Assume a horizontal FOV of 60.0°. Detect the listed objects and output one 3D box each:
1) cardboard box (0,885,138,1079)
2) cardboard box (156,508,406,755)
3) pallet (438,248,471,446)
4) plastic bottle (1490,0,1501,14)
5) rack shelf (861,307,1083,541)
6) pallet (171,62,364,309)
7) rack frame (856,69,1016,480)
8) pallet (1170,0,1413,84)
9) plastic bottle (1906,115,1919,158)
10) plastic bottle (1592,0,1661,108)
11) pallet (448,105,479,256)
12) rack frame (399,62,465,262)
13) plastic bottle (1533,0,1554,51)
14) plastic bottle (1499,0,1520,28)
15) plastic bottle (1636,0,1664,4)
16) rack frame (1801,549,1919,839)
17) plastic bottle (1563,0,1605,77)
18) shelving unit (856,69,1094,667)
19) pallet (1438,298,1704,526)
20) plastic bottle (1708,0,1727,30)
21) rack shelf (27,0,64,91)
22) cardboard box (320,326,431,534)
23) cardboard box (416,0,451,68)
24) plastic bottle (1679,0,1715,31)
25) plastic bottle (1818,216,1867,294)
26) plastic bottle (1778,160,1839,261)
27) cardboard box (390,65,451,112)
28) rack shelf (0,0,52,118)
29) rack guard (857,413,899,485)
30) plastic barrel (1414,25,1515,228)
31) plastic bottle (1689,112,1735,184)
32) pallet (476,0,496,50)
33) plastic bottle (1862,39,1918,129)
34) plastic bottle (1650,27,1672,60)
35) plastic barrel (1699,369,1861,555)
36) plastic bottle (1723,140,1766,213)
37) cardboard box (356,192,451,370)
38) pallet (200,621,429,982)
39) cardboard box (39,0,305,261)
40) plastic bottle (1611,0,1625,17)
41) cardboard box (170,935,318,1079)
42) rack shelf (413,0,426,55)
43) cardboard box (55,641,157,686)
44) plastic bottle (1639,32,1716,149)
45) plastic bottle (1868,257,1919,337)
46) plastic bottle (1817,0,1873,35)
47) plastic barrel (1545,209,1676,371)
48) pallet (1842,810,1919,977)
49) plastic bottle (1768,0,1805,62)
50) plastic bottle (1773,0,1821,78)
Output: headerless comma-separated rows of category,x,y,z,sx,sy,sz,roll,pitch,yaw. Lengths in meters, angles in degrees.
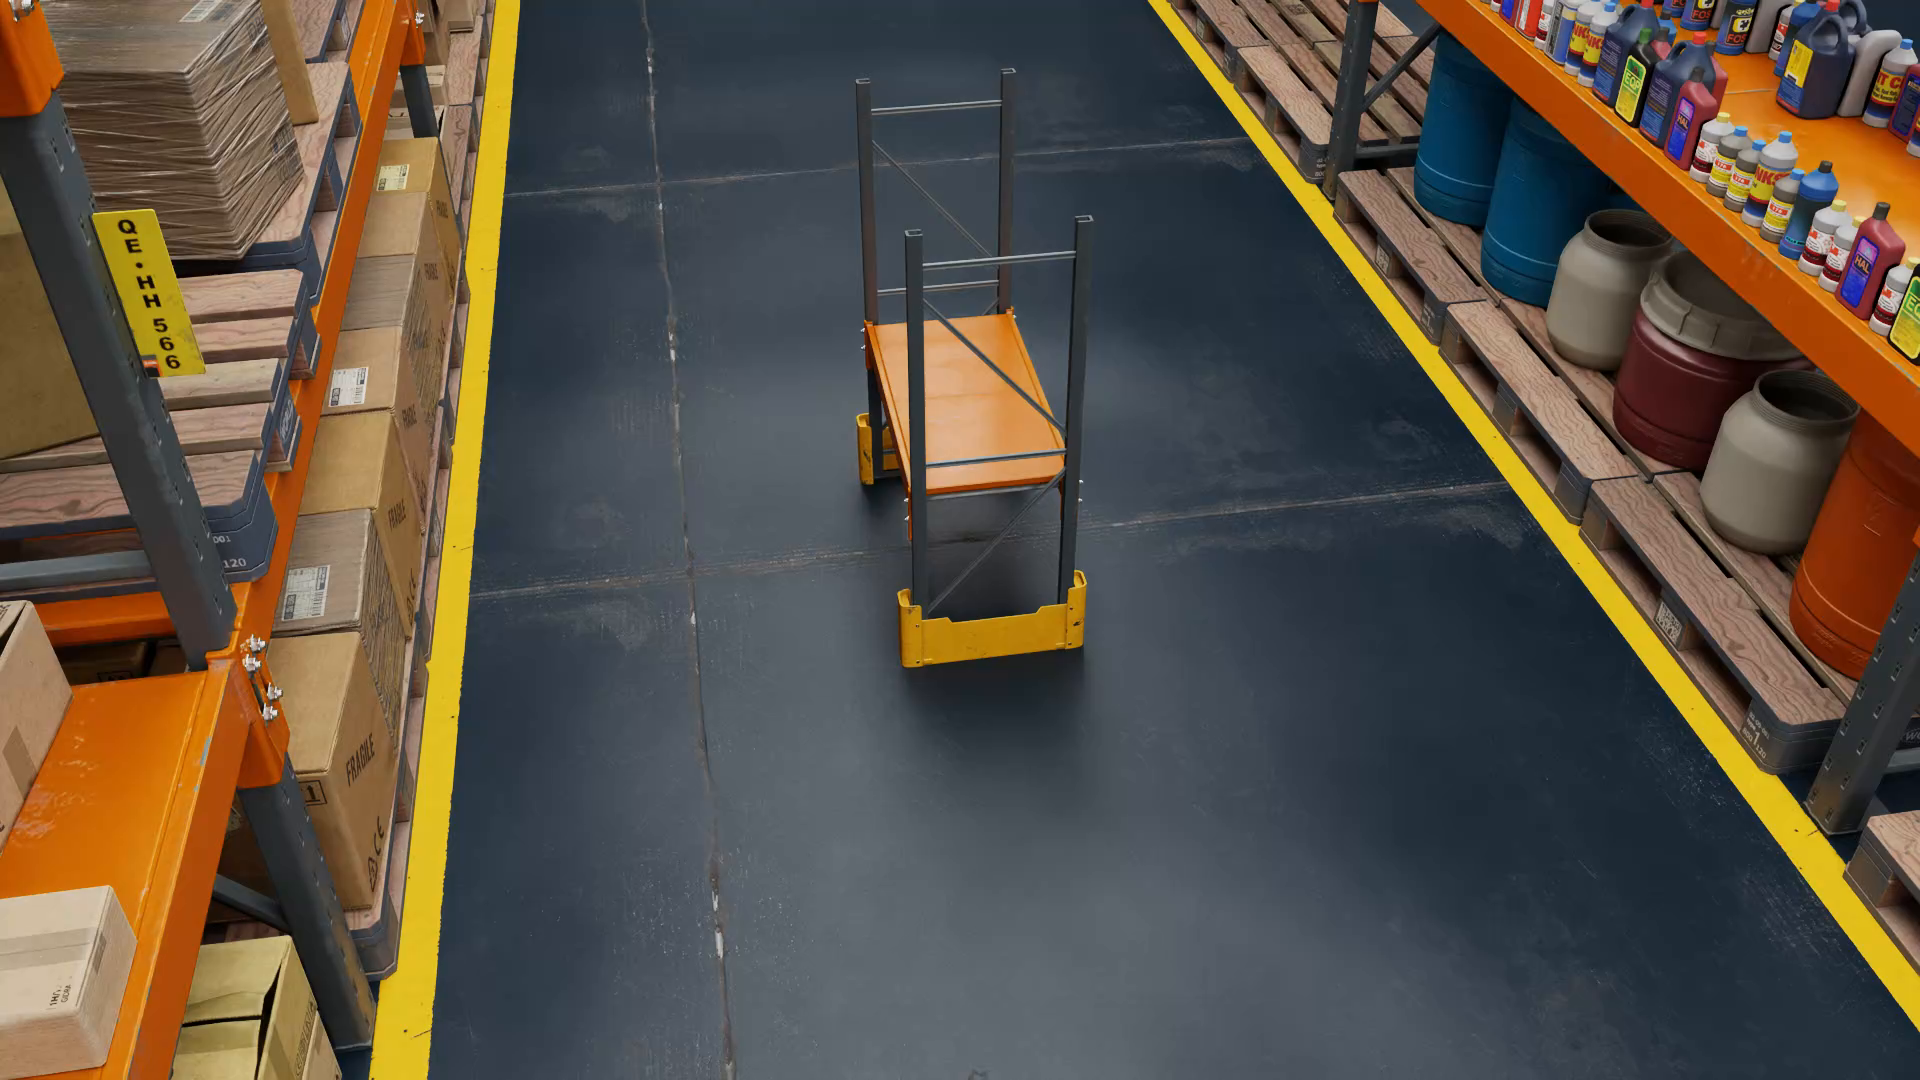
cardboard box,-1.532,0.705,2.602,0.380,0.149,0.250,-6,38,-8
cardboard box,-1.857,0.285,4.617,0.500,0.500,0.500,-8,38,-10
pallet,-2.483,-0.735,6.524,1.003,0.211,1.213,-6,38,-8
plastic bottle,2.012,-2.043,6.097,0.097,0.201,0.097,0,38,0
rack shelf,0.015,-0.399,5.334,0.538,0.185,1.000,-6,38,-8
pallet,-2.307,-1.006,4.756,1.003,0.211,1.213,-6,38,-8
rack frame,-0.074,-0.848,5.619,0.500,1.500,0.032,-6,38,-8
pallet,1.830,-2.931,9.351,1.003,0.211,1.213,-6,38,-8
plastic bottle,3.003,-1.314,5.102,0.097,0.271,0.097,0,38,0
plastic bottle,2.182,-1.600,5.405,0.144,0.351,0.185,-6,38,-8
pallet,-2.782,-1.637,7.685,1.003,0.211,1.213,-6,38,-8
rack frame,-2.663,-2.323,6.296,1.000,3.000,0.127,-6,38,-8
plastic bottle,2.076,-1.823,5.813,0.097,0.201,0.097,0,38,0
plastic bottle,2.015,-2.004,5.980,0.061,0.283,0.133,-6,38,-8
plastic bottle,2.588,-2.187,6.161,0.144,0.351,0.185,-6,38,-8
rack frame,2.916,-0.438,3.869,1.000,3.000,0.127,-6,38,-8
plastic bottle,2.117,-1.710,5.611,0.097,0.271,0.097,0,38,0
shelving unit,0.013,-0.546,5.231,0.587,1.500,1.083,-6,38,-8
pallet,2.526,-0.544,6.278,1.003,0.211,1.213,-6,38,-8
plastic bottle,2.778,-1.995,5.974,0.152,0.276,0.135,-6,38,-8
rack shelf,-2.312,-2.016,4.041,1.077,0.370,4.000,-6,38,-8
cardboard box,-2.037,-0.333,5.413,0.500,0.500,0.500,-7,38,-9
cardboard box,-2.997,-2.646,8.387,0.797,0.503,0.637,-6,38,-8
plastic bottle,2.659,-1.969,5.944,0.097,0.271,0.097,0,38,0
plastic bottle,2.382,-0.769,4.457,0.097,0.201,0.097,0,38,0
plastic bottle,2.348,-0.914,4.587,0.097,0.271,0.097,0,38,0
cardboard box,-2.685,-2.176,8.057,0.380,0.166,0.250,-6,38,-8
rack shelf,-1.611,0.400,0.931,1.077,0.370,4.000,-6,38,-8
rack guard,-0.074,-0.353,6.001,0.587,0.250,0.087,-6,38,-8
plastic barrel,2.293,-1.861,7.068,0.600,0.901,0.708,-6,38,-8
plastic bottle,2.263,-1.181,4.987,0.097,0.201,0.097,0,38,0
pallet,-3.210,-3.111,9.582,1.003,0.211,1.213,-6,38,-8
plastic bottle,2.962,-1.454,5.281,0.097,0.271,0.097,0,38,0
plastic bottle,2.229,-1.479,5.304,0.061,0.283,0.133,-6,38,-8
plastic barrel,2.626,-0.246,5.308,0.421,0.512,0.421,0,38,0
plastic bottle,2.297,-1.063,4.835,0.097,0.201,0.097,0,38,0
cardboard box,-2.216,-0.943,6.198,0.500,0.500,0.500,-6,38,-8
pallet,-2.055,0.739,4.627,1.003,0.211,1.213,-6,38,-8
cardboard box,-2.155,-1.054,4.238,0.700,0.500,0.500,0,38,1
plastic bottle,2.243,-1.780,5.758,0.097,0.201,0.097,0,38,0
cardboard box,-1.627,1.081,3.355,0.500,0.311,0.500,-5,38,-7
rack shelf,-3.013,-3.247,8.071,1.077,0.370,4.000,-6,38,-8
cardboard box,-2.356,0.366,4.512,0.500,0.500,0.500,-5,38,-6
plastic bottle,2.238,-1.408,5.157,0.144,0.351,0.185,-6,38,-8
plastic bottle,2.423,-0.630,4.277,0.097,0.201,0.097,0,38,0
plastic bottle,2.891,-1.649,5.468,0.144,0.351,0.185,-6,38,-8
plastic barrel,2.428,-0.929,6.186,0.421,0.512,0.421,0,38,0
pallet,3.014,1.135,4.117,1.003,0.211,1.213,-6,38,-8
plastic bottle,2.866,-1.758,5.730,0.097,0.201,0.097,0,38,0
plastic bottle,2.830,-1.699,5.597,0.097,0.271,0.097,0,38,0
